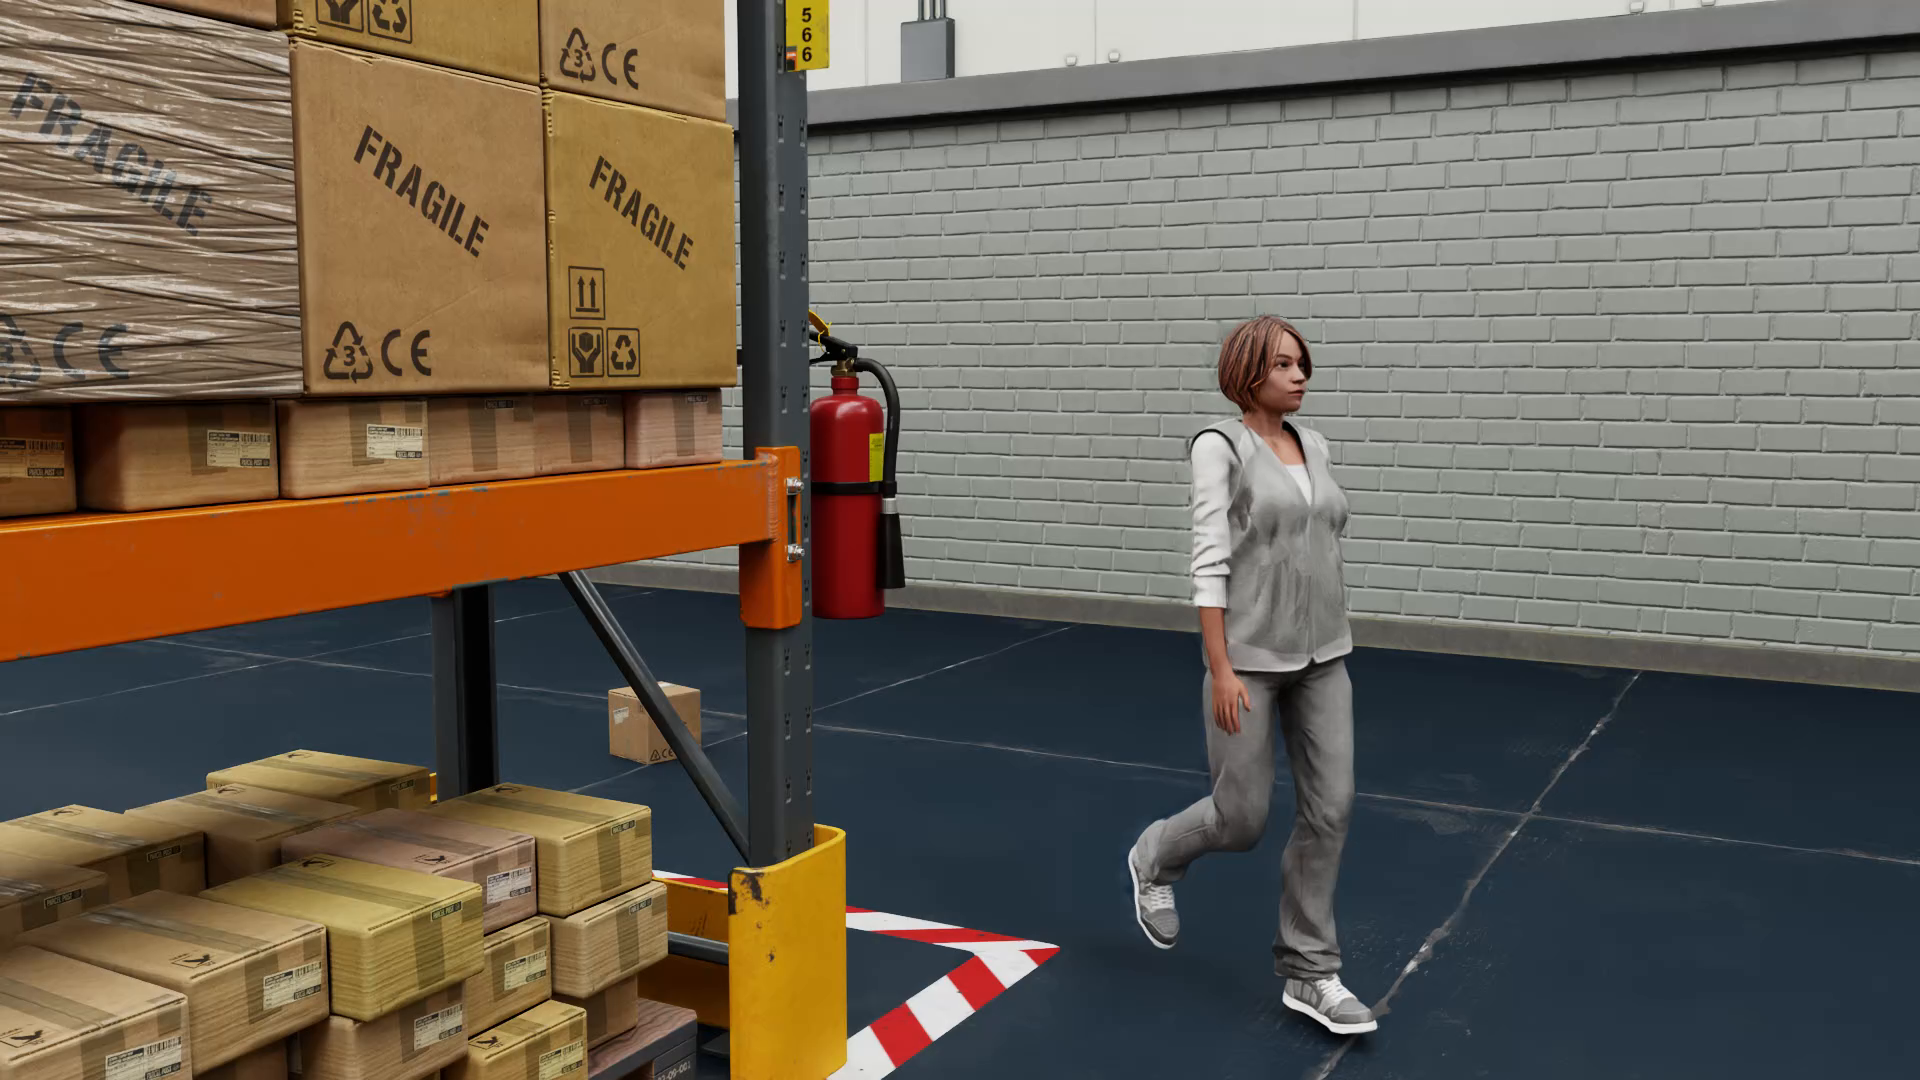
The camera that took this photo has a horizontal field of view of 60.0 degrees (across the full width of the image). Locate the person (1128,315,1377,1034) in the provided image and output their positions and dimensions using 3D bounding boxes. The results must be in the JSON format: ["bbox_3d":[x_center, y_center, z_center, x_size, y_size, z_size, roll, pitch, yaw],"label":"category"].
[{"bbox_3d":[0.683,0.281,3.813,0.410,1.580,0.688,-3,7,-28],"label":"person"}]
